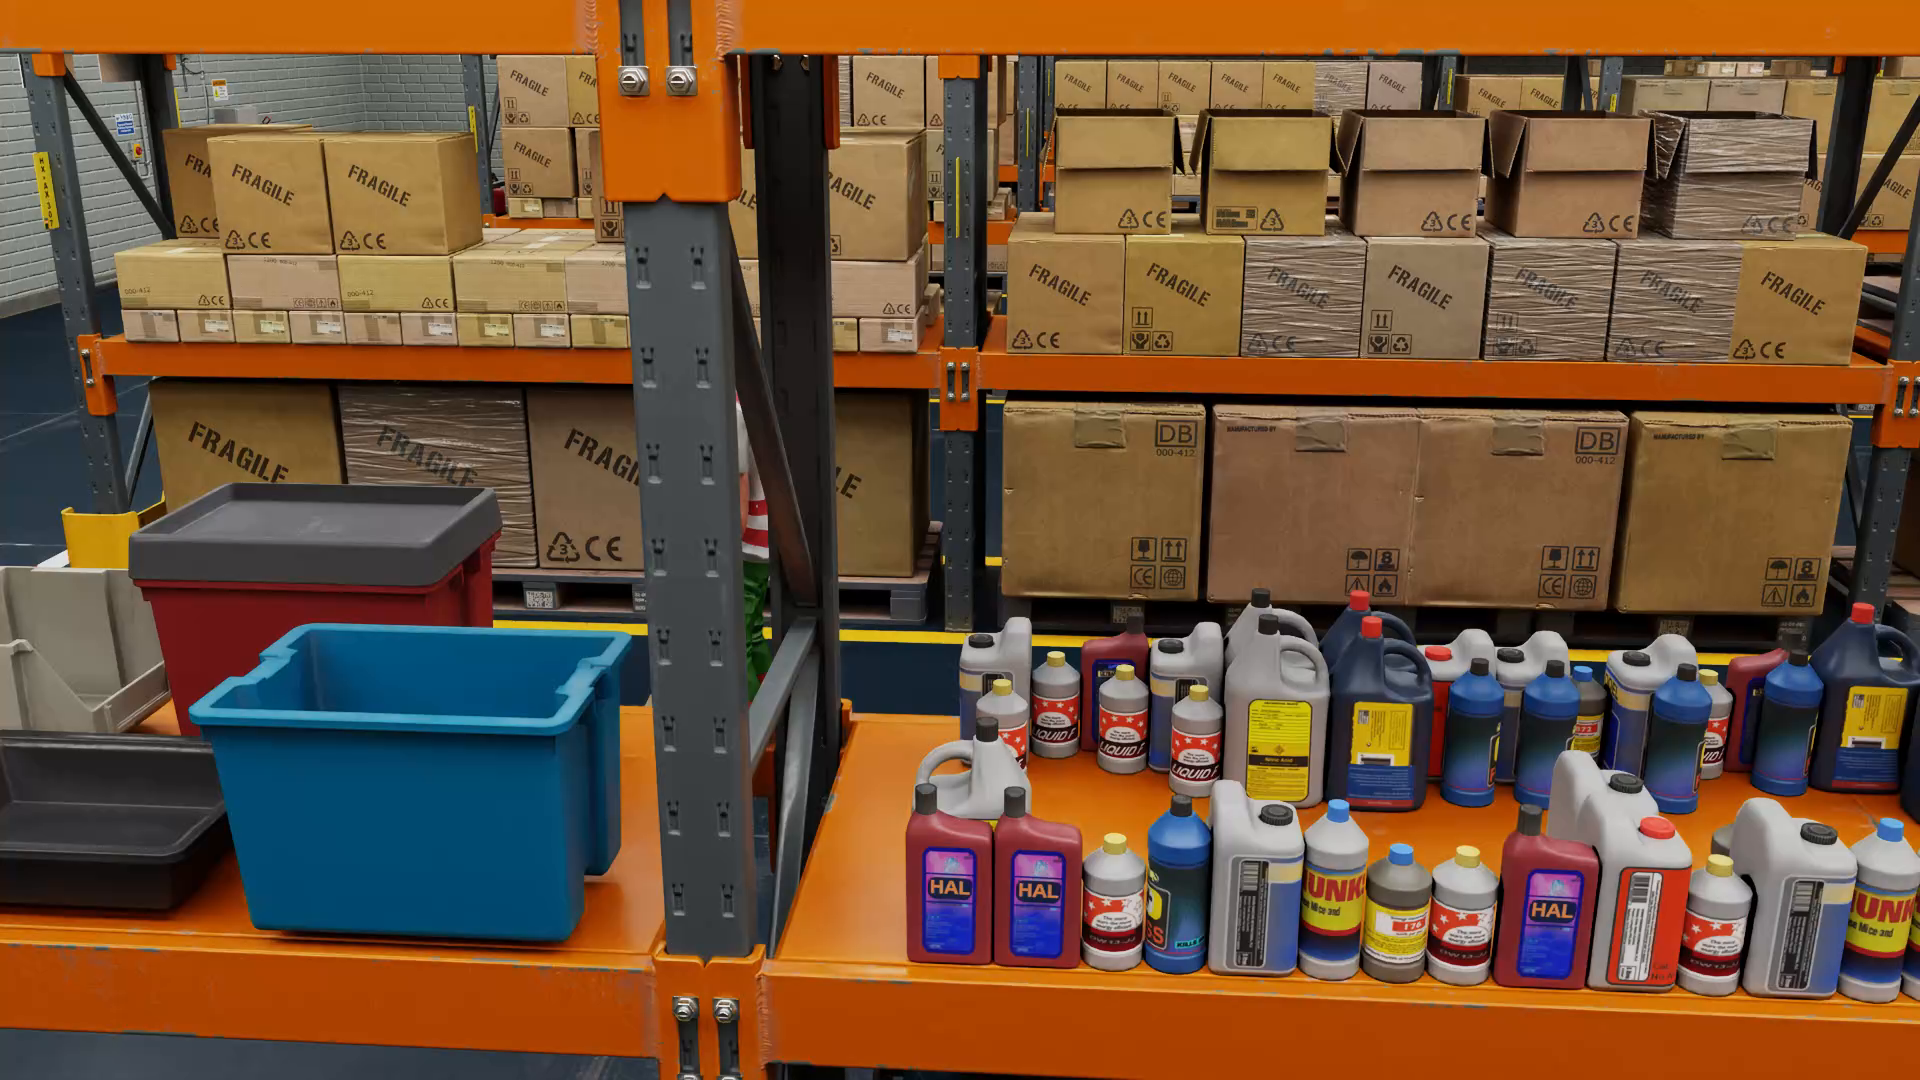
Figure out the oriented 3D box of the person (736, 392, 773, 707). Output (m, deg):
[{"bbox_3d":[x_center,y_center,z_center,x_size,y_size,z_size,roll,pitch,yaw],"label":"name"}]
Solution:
[{"bbox_3d":[-0.825,0.021,5.956,0.453,1.778,0.617,0,17,1],"label":"person"}]
